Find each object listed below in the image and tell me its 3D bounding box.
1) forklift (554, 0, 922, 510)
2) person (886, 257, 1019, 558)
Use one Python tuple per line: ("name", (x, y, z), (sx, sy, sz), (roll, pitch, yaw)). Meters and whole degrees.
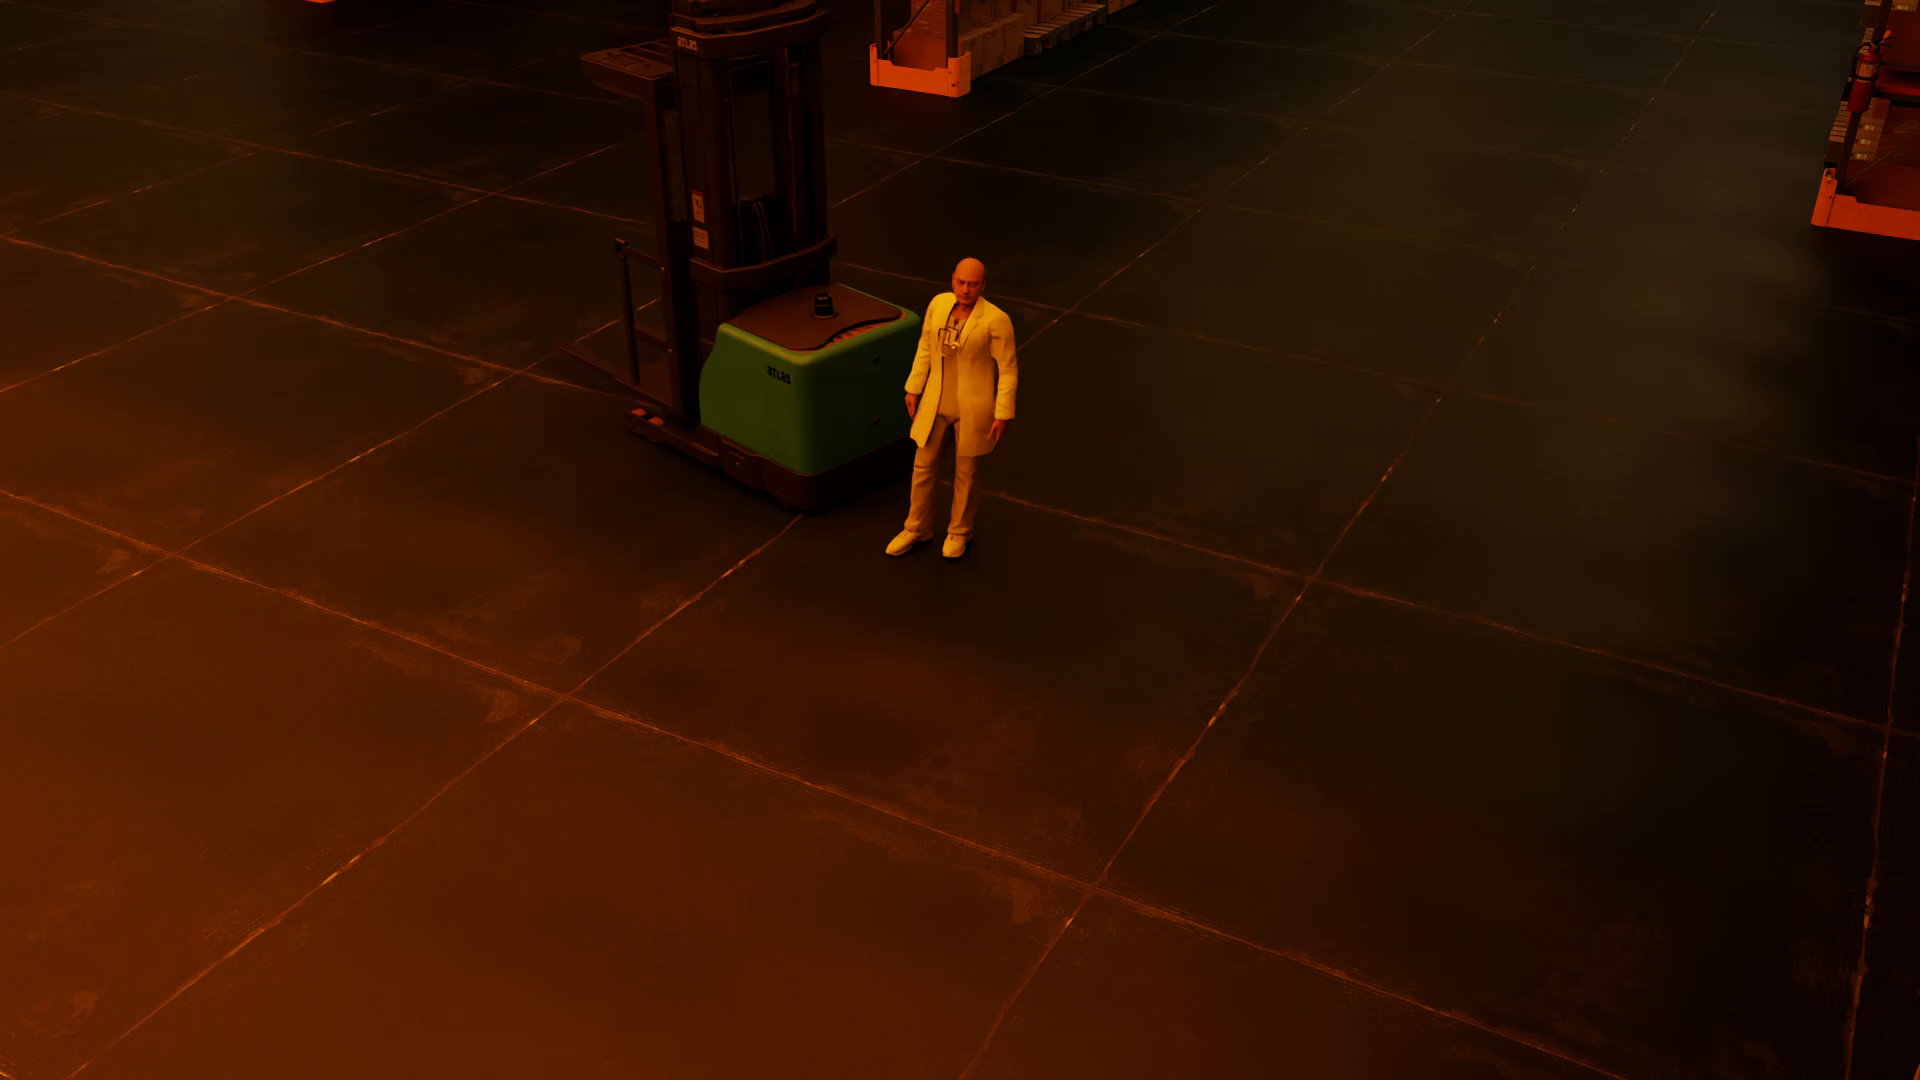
("forklift", (-1.624, -2.085, 10.683), (3.031, 2.935, 1.130), (26, 39, 38))
("person", (-0.035, -0.715, 9.462), (0.718, 1.778, 0.543), (15, 33, 24))
